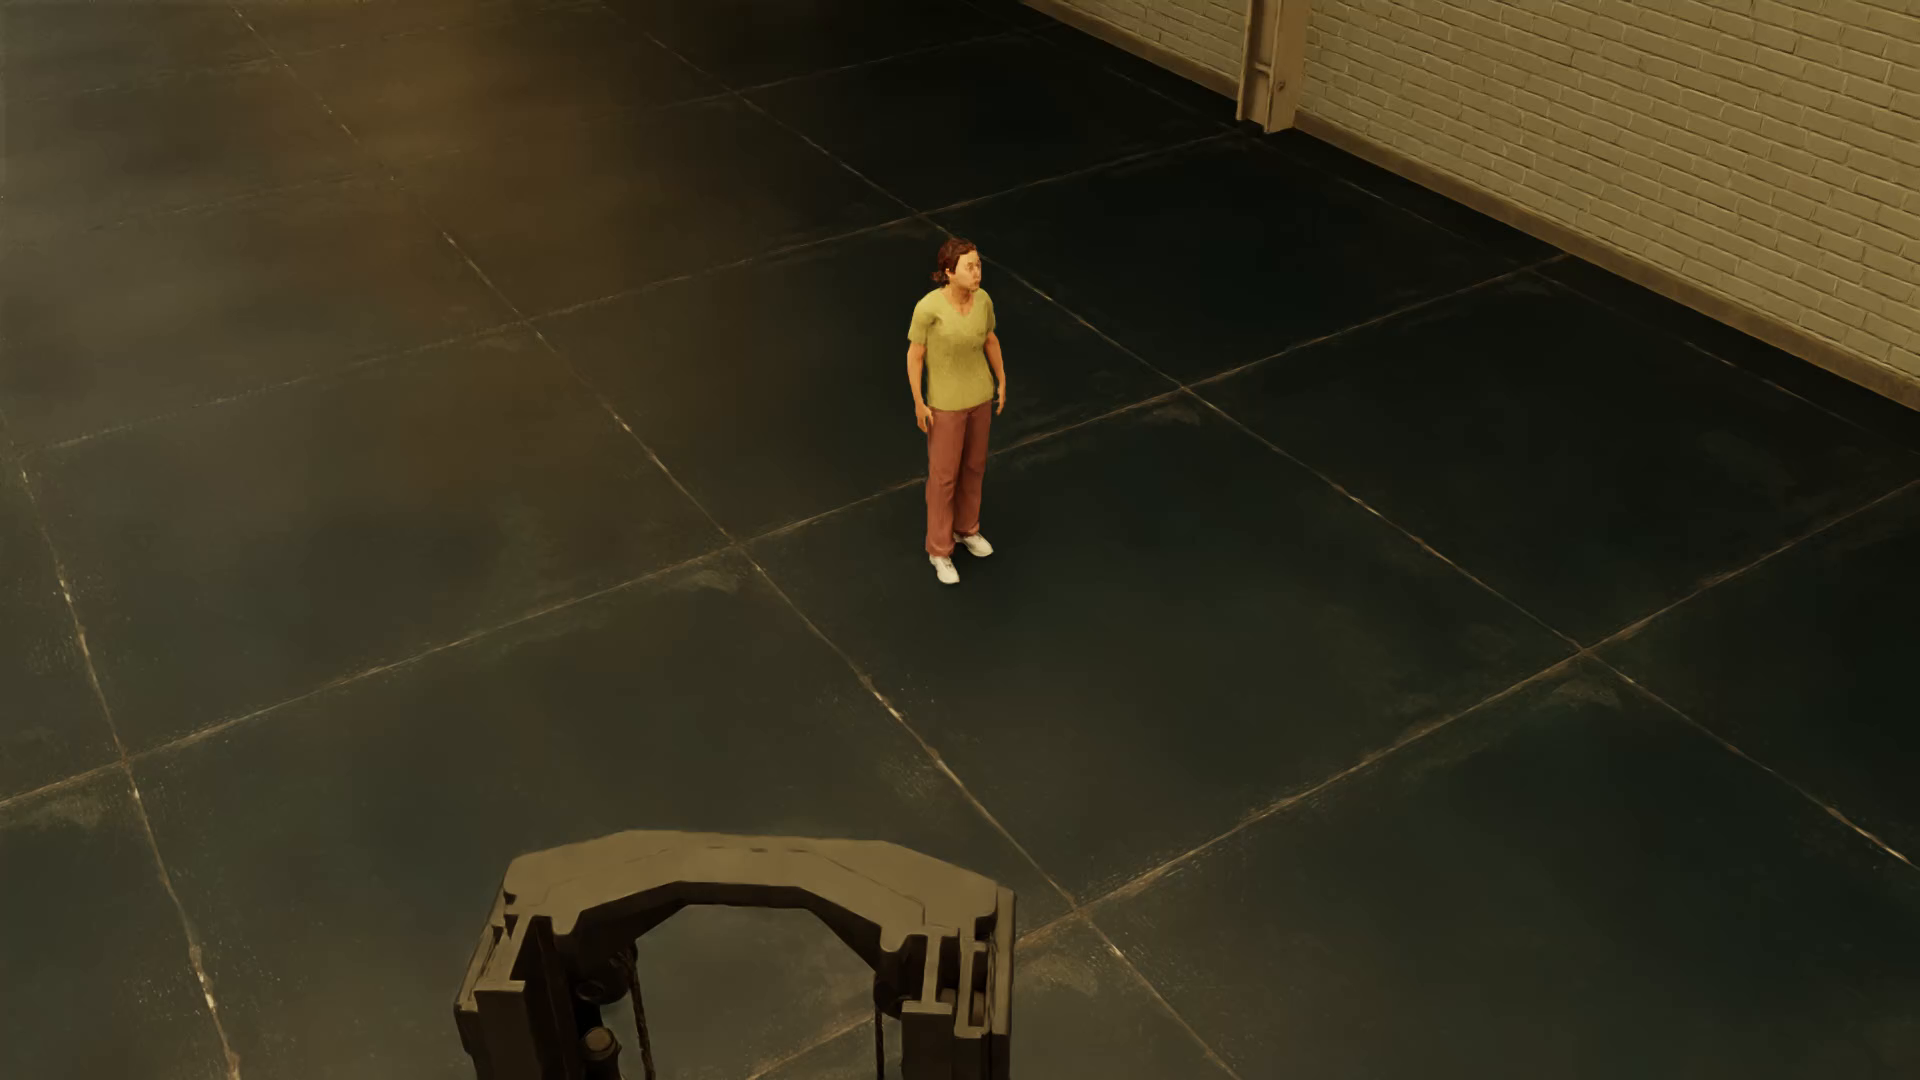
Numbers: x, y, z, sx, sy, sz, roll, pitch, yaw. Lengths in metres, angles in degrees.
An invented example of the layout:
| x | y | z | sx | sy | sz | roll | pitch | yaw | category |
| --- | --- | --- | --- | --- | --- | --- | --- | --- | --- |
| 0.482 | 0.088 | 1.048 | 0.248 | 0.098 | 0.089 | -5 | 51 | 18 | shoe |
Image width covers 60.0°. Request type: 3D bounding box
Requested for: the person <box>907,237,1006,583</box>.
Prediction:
| x | y | z | sx | sy | sz | roll | pitch | yaw | category |
| --- | --- | --- | --- | --- | --- | --- | --- | --- | --- |
| 0.031 | -0.646 | 8.160 | 0.554 | 1.658 | 0.548 | -21 | 40 | -27 | person |

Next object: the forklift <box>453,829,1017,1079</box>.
| x | y | z | sx | sy | sz | roll | pitch | yaw | category |
| --- | --- | --- | --- | --- | --- | --- | --- | --- | --- |
| -0.407 | 2.105 | 3.151 | 1.130 | 2.935 | 3.031 | 2 | 35 | 3 | forklift |
